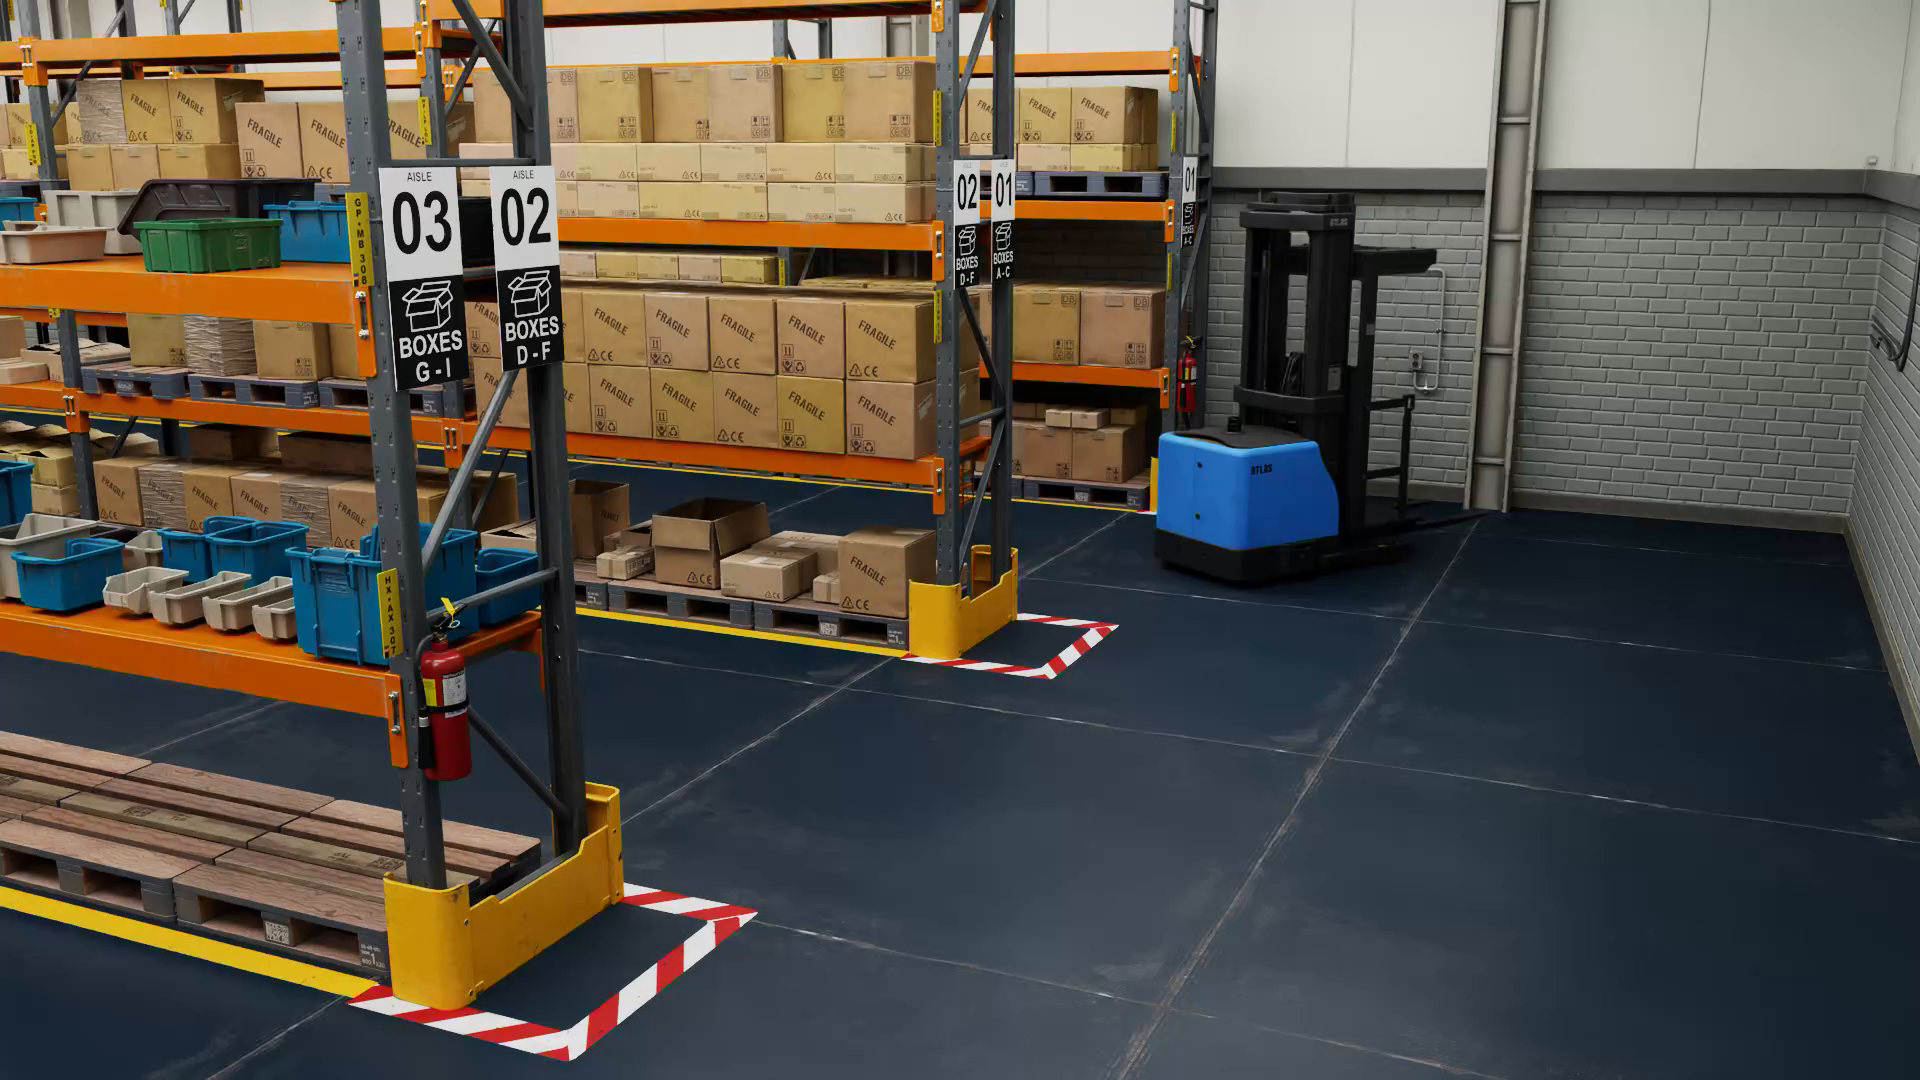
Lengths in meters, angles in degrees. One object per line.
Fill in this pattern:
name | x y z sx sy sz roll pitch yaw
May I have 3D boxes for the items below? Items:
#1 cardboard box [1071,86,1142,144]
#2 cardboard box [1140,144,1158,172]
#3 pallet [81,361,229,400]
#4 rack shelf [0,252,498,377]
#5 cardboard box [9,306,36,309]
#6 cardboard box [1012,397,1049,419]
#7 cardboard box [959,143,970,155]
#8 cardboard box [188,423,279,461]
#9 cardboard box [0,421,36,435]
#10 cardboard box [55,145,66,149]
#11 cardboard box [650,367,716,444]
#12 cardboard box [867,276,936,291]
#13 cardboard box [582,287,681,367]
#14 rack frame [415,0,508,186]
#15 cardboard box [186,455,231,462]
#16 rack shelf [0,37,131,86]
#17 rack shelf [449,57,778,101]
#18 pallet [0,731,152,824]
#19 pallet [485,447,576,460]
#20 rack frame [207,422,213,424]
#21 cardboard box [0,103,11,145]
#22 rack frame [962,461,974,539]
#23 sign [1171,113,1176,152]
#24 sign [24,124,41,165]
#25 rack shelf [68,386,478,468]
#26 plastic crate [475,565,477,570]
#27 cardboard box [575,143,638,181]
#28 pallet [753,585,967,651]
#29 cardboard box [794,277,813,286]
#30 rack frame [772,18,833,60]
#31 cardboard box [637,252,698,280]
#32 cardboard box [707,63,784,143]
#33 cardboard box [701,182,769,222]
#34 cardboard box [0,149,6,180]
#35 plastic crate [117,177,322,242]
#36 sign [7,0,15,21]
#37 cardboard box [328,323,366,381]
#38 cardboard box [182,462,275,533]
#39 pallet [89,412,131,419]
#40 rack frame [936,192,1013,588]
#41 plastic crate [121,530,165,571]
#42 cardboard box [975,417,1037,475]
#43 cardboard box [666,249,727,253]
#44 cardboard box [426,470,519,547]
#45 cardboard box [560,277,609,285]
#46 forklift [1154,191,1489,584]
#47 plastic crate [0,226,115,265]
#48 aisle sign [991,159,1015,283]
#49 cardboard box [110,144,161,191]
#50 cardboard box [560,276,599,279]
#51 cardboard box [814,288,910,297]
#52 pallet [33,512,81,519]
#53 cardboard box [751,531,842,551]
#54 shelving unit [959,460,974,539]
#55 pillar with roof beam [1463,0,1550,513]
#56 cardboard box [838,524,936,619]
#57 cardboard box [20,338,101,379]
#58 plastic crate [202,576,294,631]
cardboard box | 1.329 -3.849 15.075 0.500 0.500 0.500 6 14 23
cardboard box | 1.541 -3.592 15.621 0.500 0.250 0.500 7 15 26
pallet | -6.560 -1.397 14.061 1.003 0.211 1.213 6 14 23
rack shelf | -3.732 -1.059 7.210 4.000 0.370 1.077 6 14 23
cardboard box | -11.722 -3.094 21.157 0.500 0.250 0.500 5 14 21
cardboard box | 0.699 -1.304 16.377 0.250 0.149 0.380 6 14 24
cardboard box | -0.258 -2.530 11.141 0.500 0.250 0.500 6 14 23
cardboard box | -6.205 -0.859 14.215 0.500 0.250 0.500 6 15 25
cardboard box | -8.988 -0.929 15.519 0.500 0.311 0.500 6 14 23
cardboard box | -10.864 -4.599 20.461 0.500 0.500 0.500 7 15 27
cardboard box | -1.804 -0.972 11.614 0.500 0.500 0.500 6 14 22
cardboard box | -0.394 -2.227 16.522 0.700 0.700 0.980 5 14 22
cardboard box | -2.293 -1.506 11.698 0.500 0.500 0.500 5 14 22
rack frame | -3.551 -4.089 11.981 0.127 3.000 1.000 6 14 23
cardboard box | -6.258 -0.498 14.319 0.500 0.500 0.500 6 15 25
rack shelf | -9.037 -4.099 14.475 4.000 0.370 1.077 6 14 23
rack shelf | -3.377 -4.764 17.308 4.000 0.370 1.077 6 14 23
pallet | -4.873 1.284 8.322 1.213 0.211 1.003 6 14 23
pallet | -4.515 -1.127 18.595 1.213 0.211 1.003 6 14 23
rack frame | -8.863 -2.943 20.232 0.127 3.000 1.000 6 14 23
cardboard box | -11.828 -5.176 20.728 0.500 0.500 0.500 6 14 23
rack frame | 0.070 -0.577 14.087 0.006 1.200 0.240 6 14 23
sign | 1.876 -3.574 14.588 0.005 0.325 0.100 6 14 23
sign | -7.441 -3.174 13.342 0.005 0.325 0.100 6 14 23
rack shelf | -5.380 -1.003 13.537 4.000 0.370 1.077 6 14 23
plastic crate | -2.256 0.197 7.295 0.298 0.136 0.250 6 14 23
cardboard box | -2.297 -2.607 11.468 0.500 0.250 0.500 6 14 23
pallet | -0.693 0.479 11.751 1.213 0.211 1.003 6 14 23
cardboard box | -1.867 -2.501 17.435 0.500 0.500 0.500 5 14 21
rack frame | -1.548 -5.124 16.392 0.127 3.000 1.000 6 14 23
cardboard box | -3.009 -2.858 17.312 0.500 0.250 0.500 6 15 24
cardboard box | -1.294 -2.926 11.183 0.500 0.500 0.700 6 14 23
cardboard box | -1.386 -2.270 11.124 0.500 0.250 0.500 6 14 23
cardboard box | -8.133 -3.205 14.190 0.500 0.250 0.500 6 15 25
plastic crate | -3.189 -1.393 7.193 0.767 0.338 0.504 6 14 23
sign | -12.276 -6.880 21.485 0.005 0.325 0.100 6 14 23
cardboard box | -4.548 -1.562 13.208 0.500 0.500 0.700 8 16 32
cardboard box | -5.971 -0.339 13.641 0.500 0.500 0.500 6 14 22
pallet | -10.610 -1.753 21.263 1.213 0.211 1.003 6 14 23
rack frame | 0.106 -0.798 11.089 0.127 3.000 1.000 6 14 23
plastic crate | -3.847 0.064 7.863 0.466 0.136 0.293 6 14 23
cardboard box | 0.511 -0.957 16.319 0.500 0.500 0.700 5 14 21
cardboard box | -2.805 -2.961 17.751 0.500 0.250 0.500 5 14 21
cardboard box | -3.895 -0.261 13.309 0.500 0.500 0.500 5 14 21
cardboard box | -2.984 -1.711 12.572 0.500 0.500 0.500 6 14 24
forklift | 3.080 -1.320 13.465 3.031 2.935 1.130 -8 16 -31
plastic crate | -3.894 -1.235 6.963 0.530 0.136 0.437 6 14 23
aisle sign | 0.287 -2.119 11.027 0.004 0.787 0.394 6 14 23
cardboard box | -6.330 -2.967 13.546 0.500 0.500 0.910 6 14 23
cardboard box | -3.937 -2.581 17.776 0.500 0.500 0.500 6 14 23
cardboard box | -0.674 -1.476 11.572 0.500 0.500 0.500 6 14 24
pallet | -7.945 -0.265 14.922 1.213 0.211 1.003 6 14 23
cardboard box | -1.191 0.124 12.214 0.500 0.250 0.500 6 14 23
shelving unit | -0.013 -0.585 14.123 0.189 1.200 0.258 6 14 23
pillar with roof beam | 3.184 -3.785 10.688 0.400 9.000 9.100 6 14 23
cardboard box | -0.491 0.206 11.319 0.500 0.500 0.500 6 14 23
cardboard box | -7.948 -1.618 14.779 0.500 0.311 0.500 6 14 23
plastic crate | -2.982 0.268 6.992 0.243 0.136 0.396 6 14 23
